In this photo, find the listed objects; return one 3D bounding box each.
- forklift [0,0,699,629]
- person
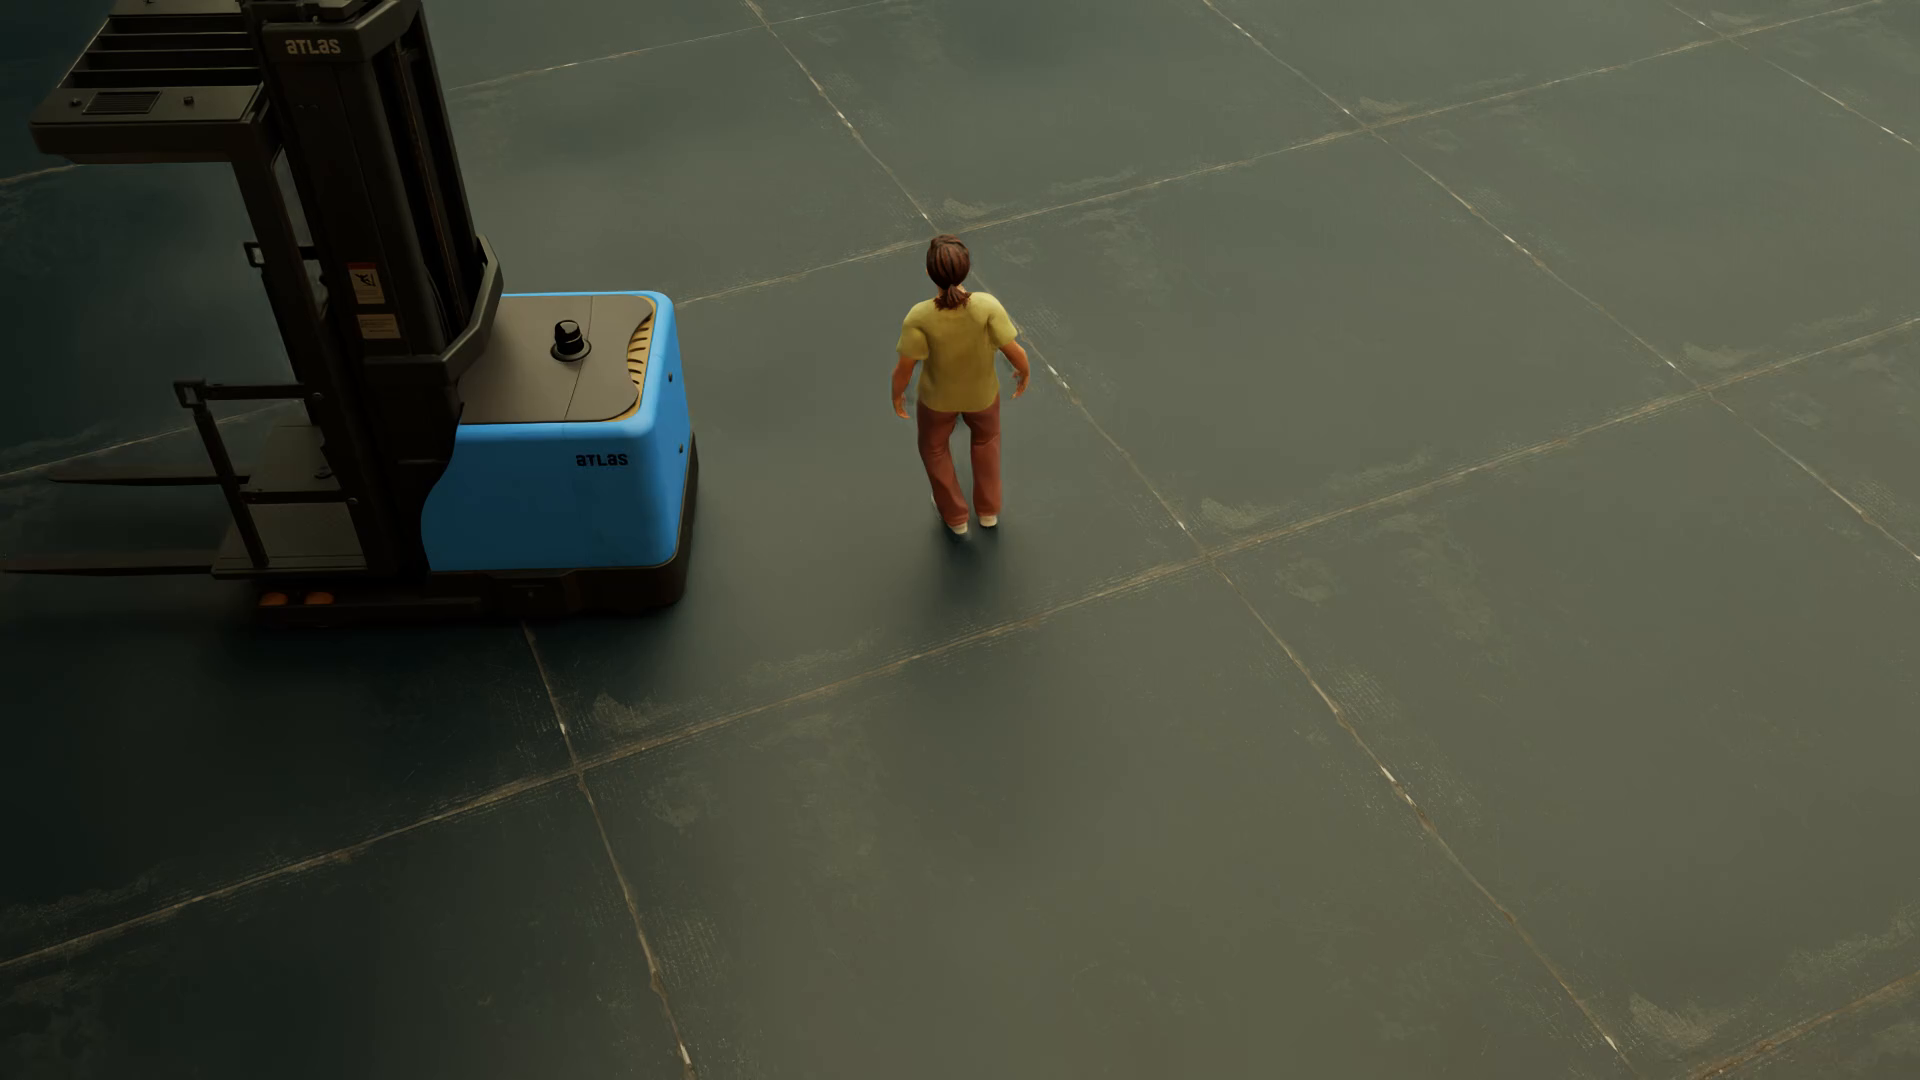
[{"bbox_3d":[-2.771,-1.046,6.801,3.031,2.935,1.130,-1,43,-1],"label":"forklift"},{"bbox_3d":[-0.006,-0.677,7.357,0.612,1.657,0.501,-4,43,-4],"label":"person"}]
